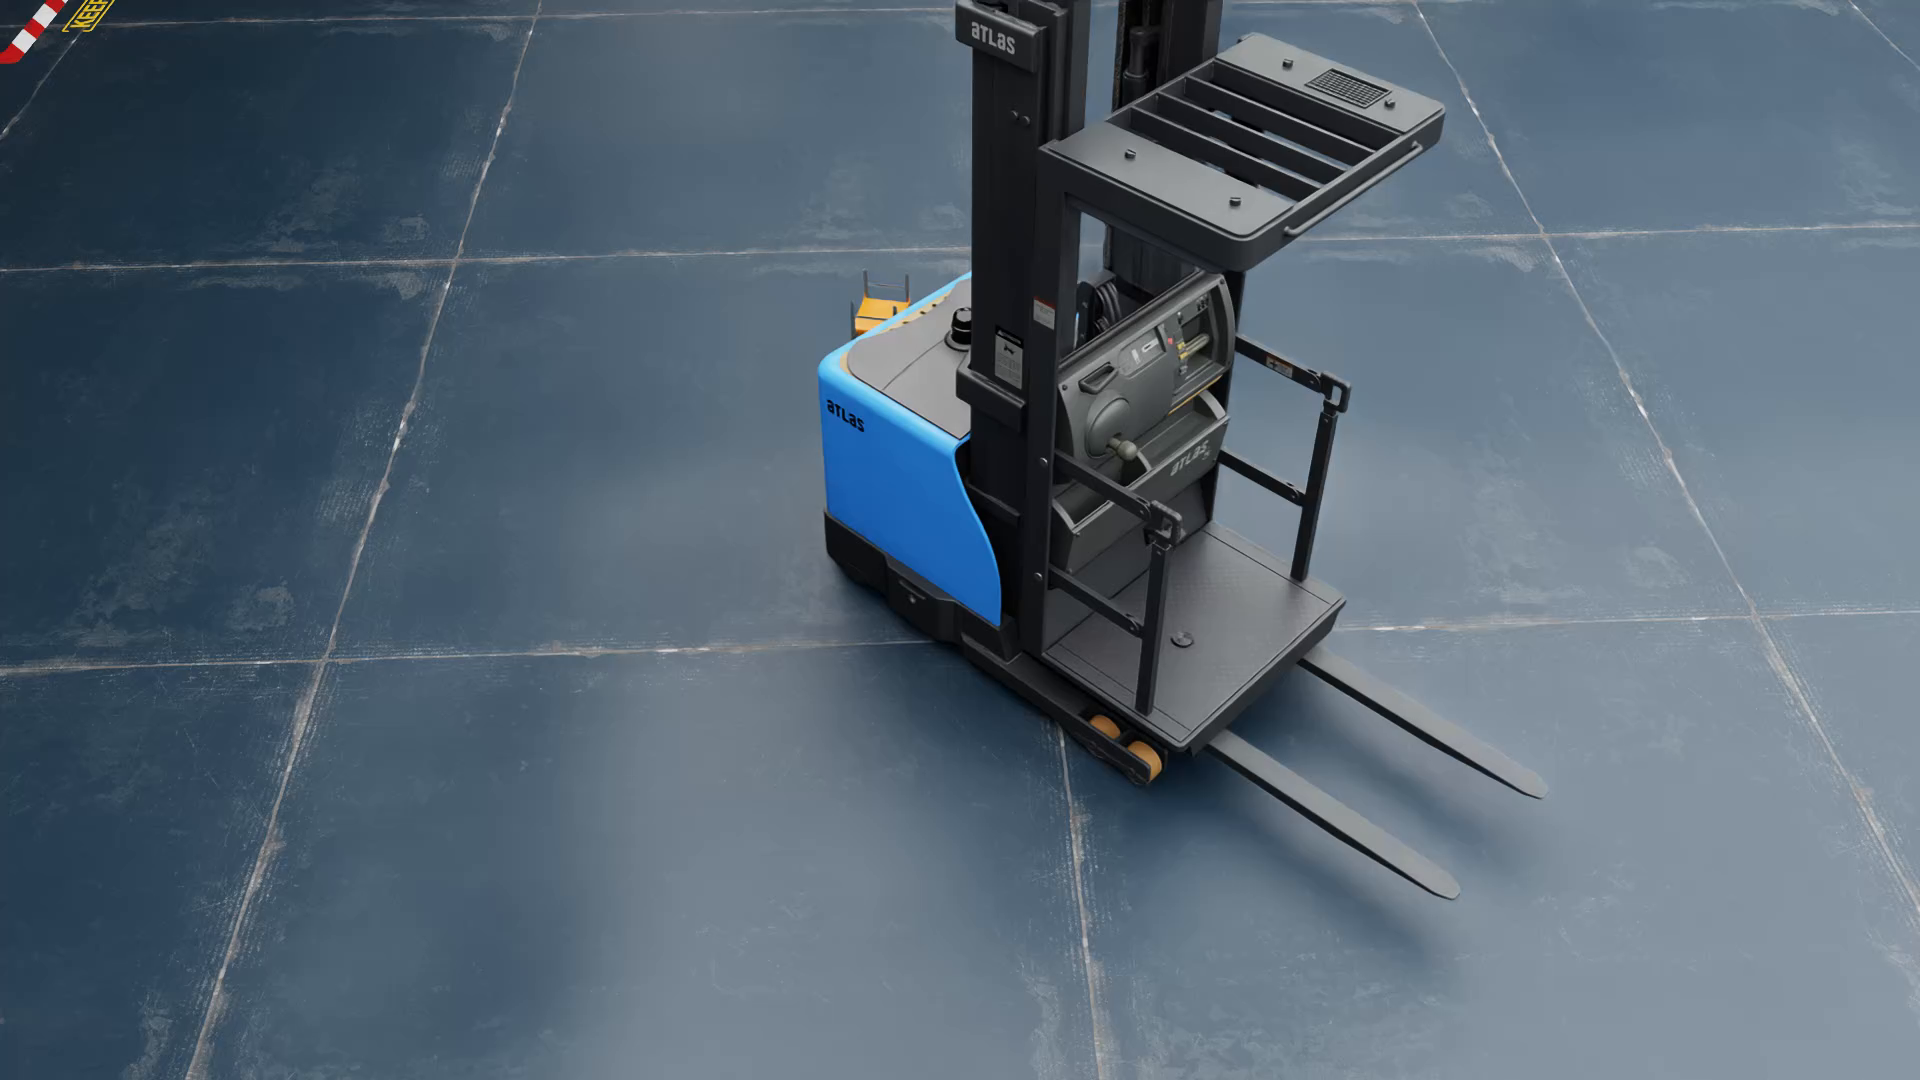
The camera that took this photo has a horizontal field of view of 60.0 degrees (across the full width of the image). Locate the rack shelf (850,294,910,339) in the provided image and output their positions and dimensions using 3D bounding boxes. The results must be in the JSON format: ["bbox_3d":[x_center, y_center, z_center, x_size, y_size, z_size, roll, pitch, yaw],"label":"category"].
[{"bbox_3d":[-0.337,-0.877,7.175,0.215,0.259,0.240,7,43,8],"label":"rack shelf"}]

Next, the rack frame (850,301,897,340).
[{"bbox_3d":[-0.360,-0.594,7.271,0.200,1.050,0.008,7,43,8],"label":"rack frame"}]

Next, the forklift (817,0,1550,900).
[{"bbox_3d":[0.831,-0.546,5.826,3.031,2.935,1.130,33,52,31],"label":"forklift"}]

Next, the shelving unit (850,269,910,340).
[{"bbox_3d":[-0.337,-0.675,7.359,0.215,1.050,0.252,7,43,8],"label":"shelving unit"}]

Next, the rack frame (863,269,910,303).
[{"bbox_3d":[-0.315,-0.756,7.448,0.200,1.050,0.008,7,43,8],"label":"rack frame"}]
